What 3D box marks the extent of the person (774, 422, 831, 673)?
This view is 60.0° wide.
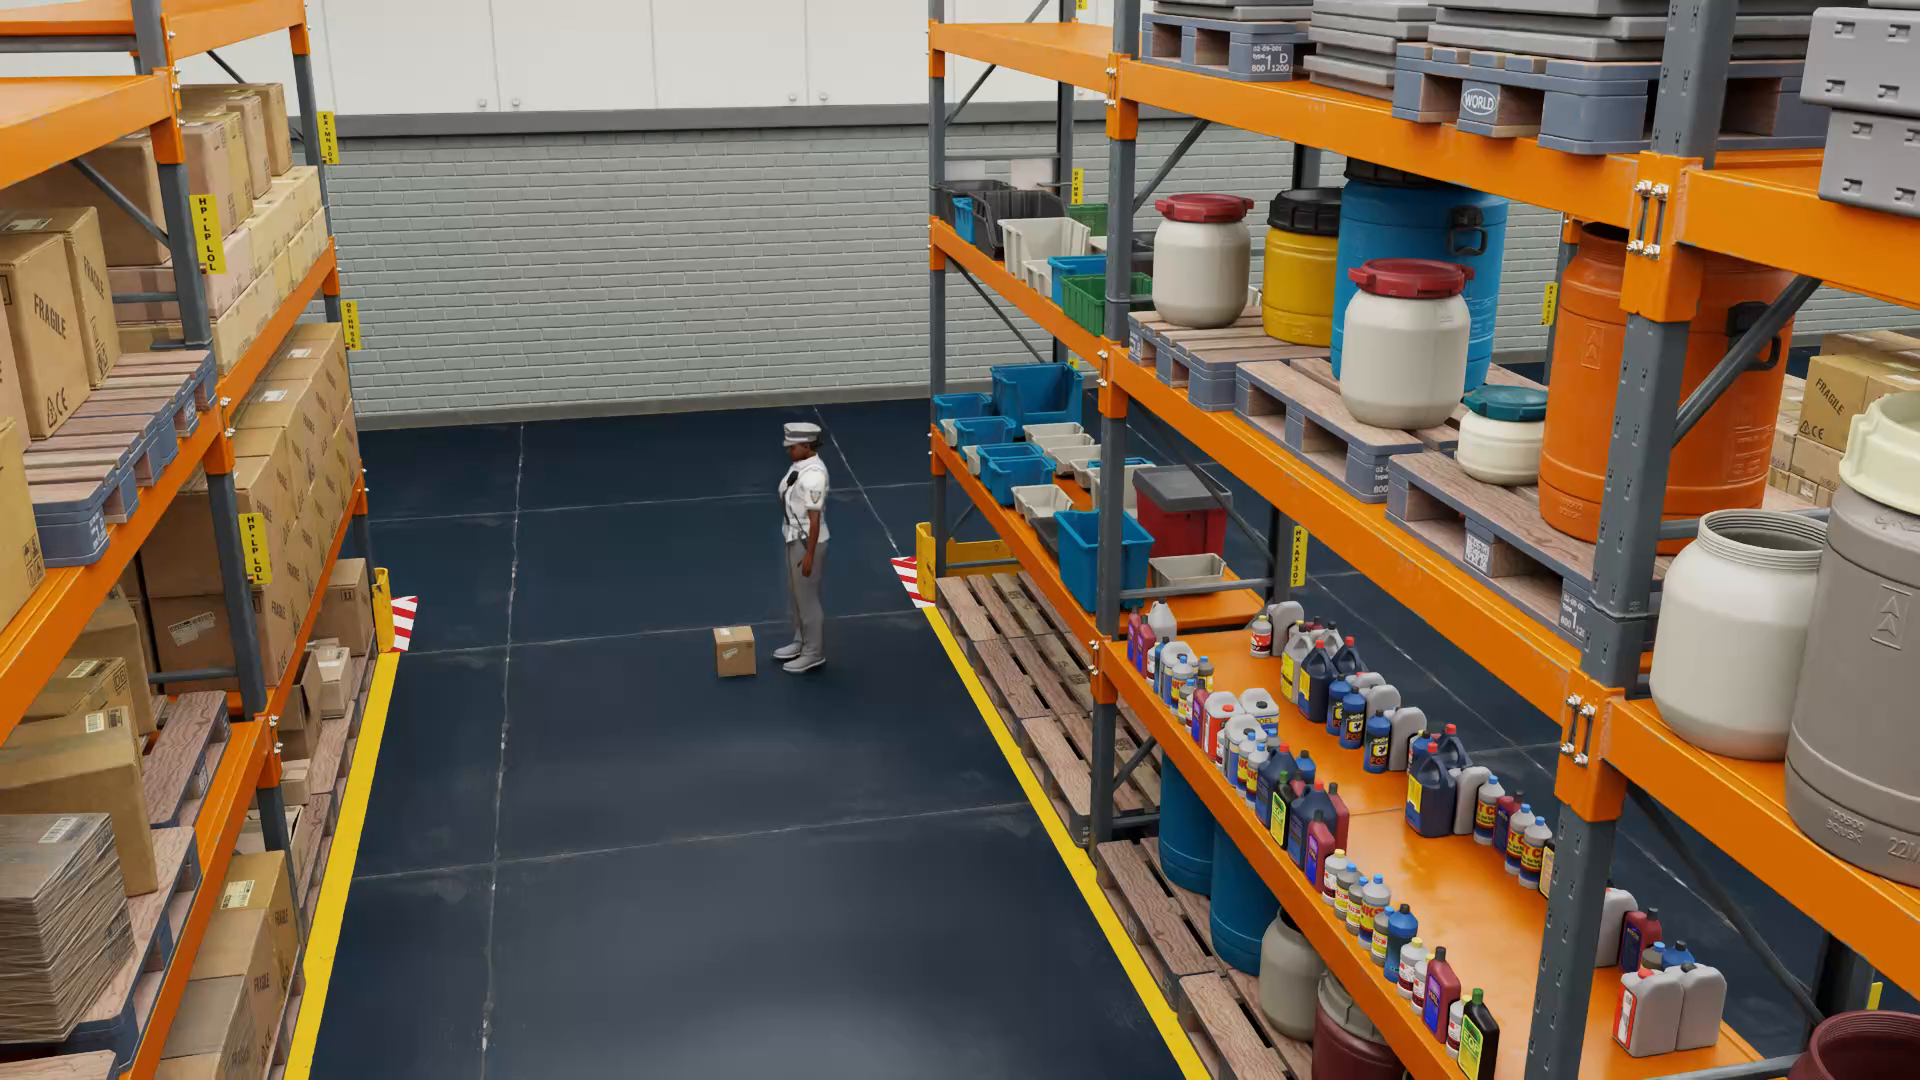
[{"bbox_3d":[-1.056,0.036,11.021,0.397,1.677,0.463,-4,20,-12],"label":"person"}]
